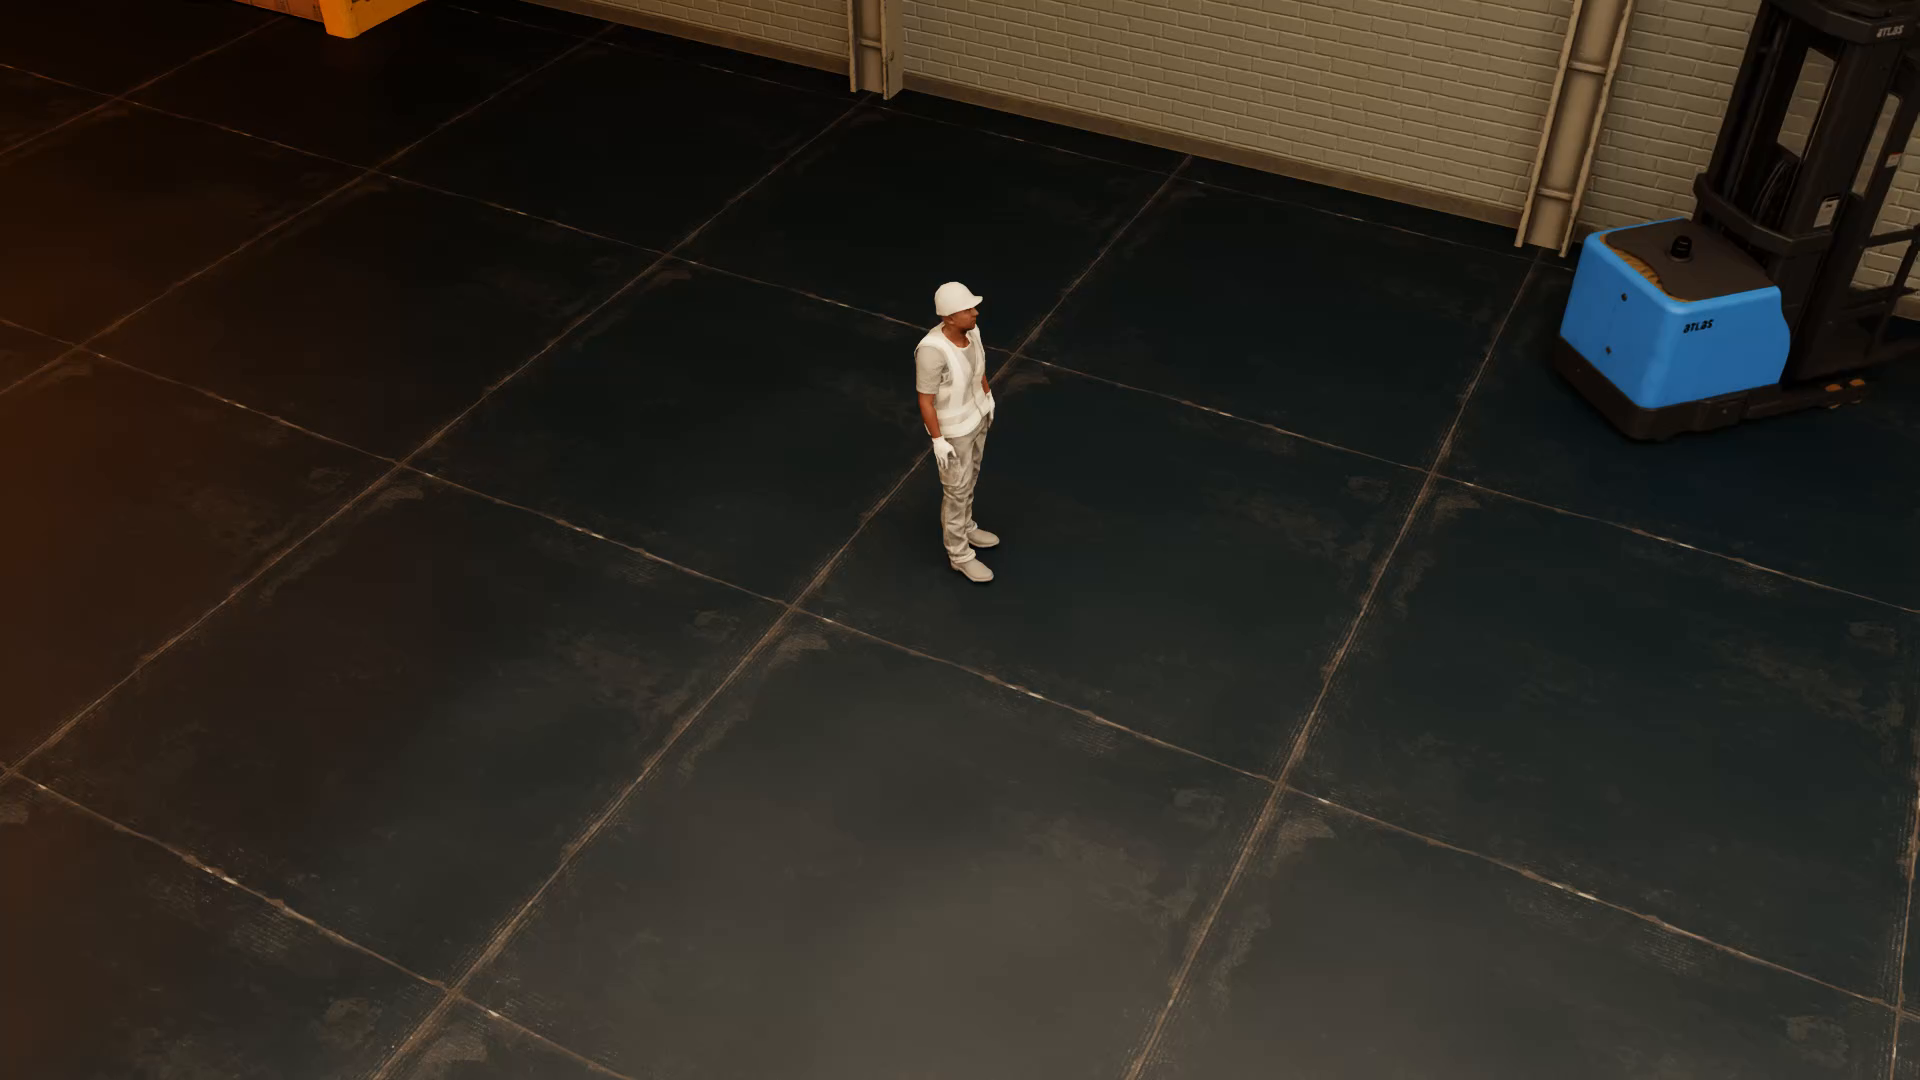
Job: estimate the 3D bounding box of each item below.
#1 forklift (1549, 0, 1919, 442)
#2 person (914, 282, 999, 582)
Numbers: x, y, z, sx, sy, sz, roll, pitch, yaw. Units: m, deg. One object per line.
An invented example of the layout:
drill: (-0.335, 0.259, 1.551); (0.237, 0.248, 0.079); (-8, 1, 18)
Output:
forklift: (5.695, -2.329, 10.752); (3.031, 2.935, 1.130); (-12, 42, -14)
person: (0.061, -0.661, 9.652); (0.575, 1.785, 0.657); (18, 43, 21)
